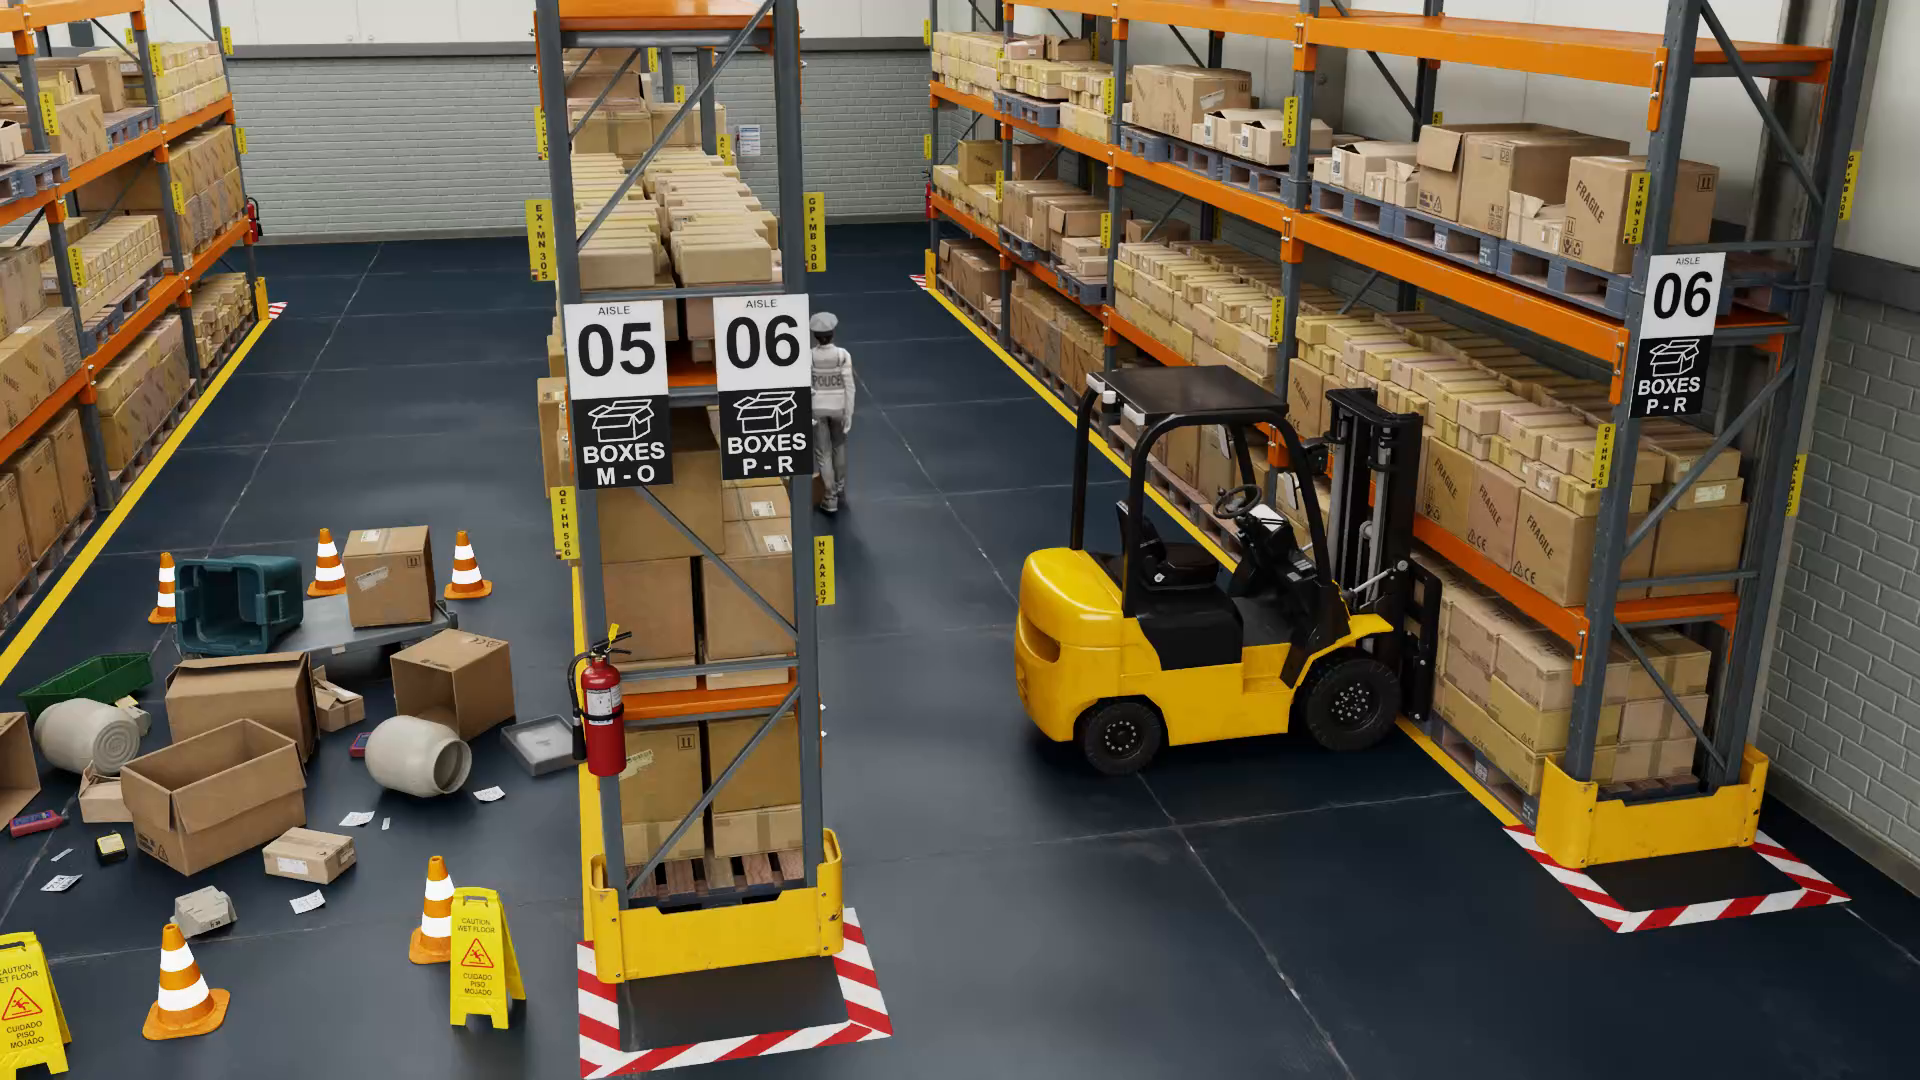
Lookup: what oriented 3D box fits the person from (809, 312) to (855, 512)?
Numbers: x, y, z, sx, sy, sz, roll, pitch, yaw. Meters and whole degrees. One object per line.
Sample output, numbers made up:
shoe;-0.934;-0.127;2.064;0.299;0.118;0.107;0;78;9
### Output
person;-1.154;-1.095;14.100;0.486;1.721;0.749;-5;20;-13
